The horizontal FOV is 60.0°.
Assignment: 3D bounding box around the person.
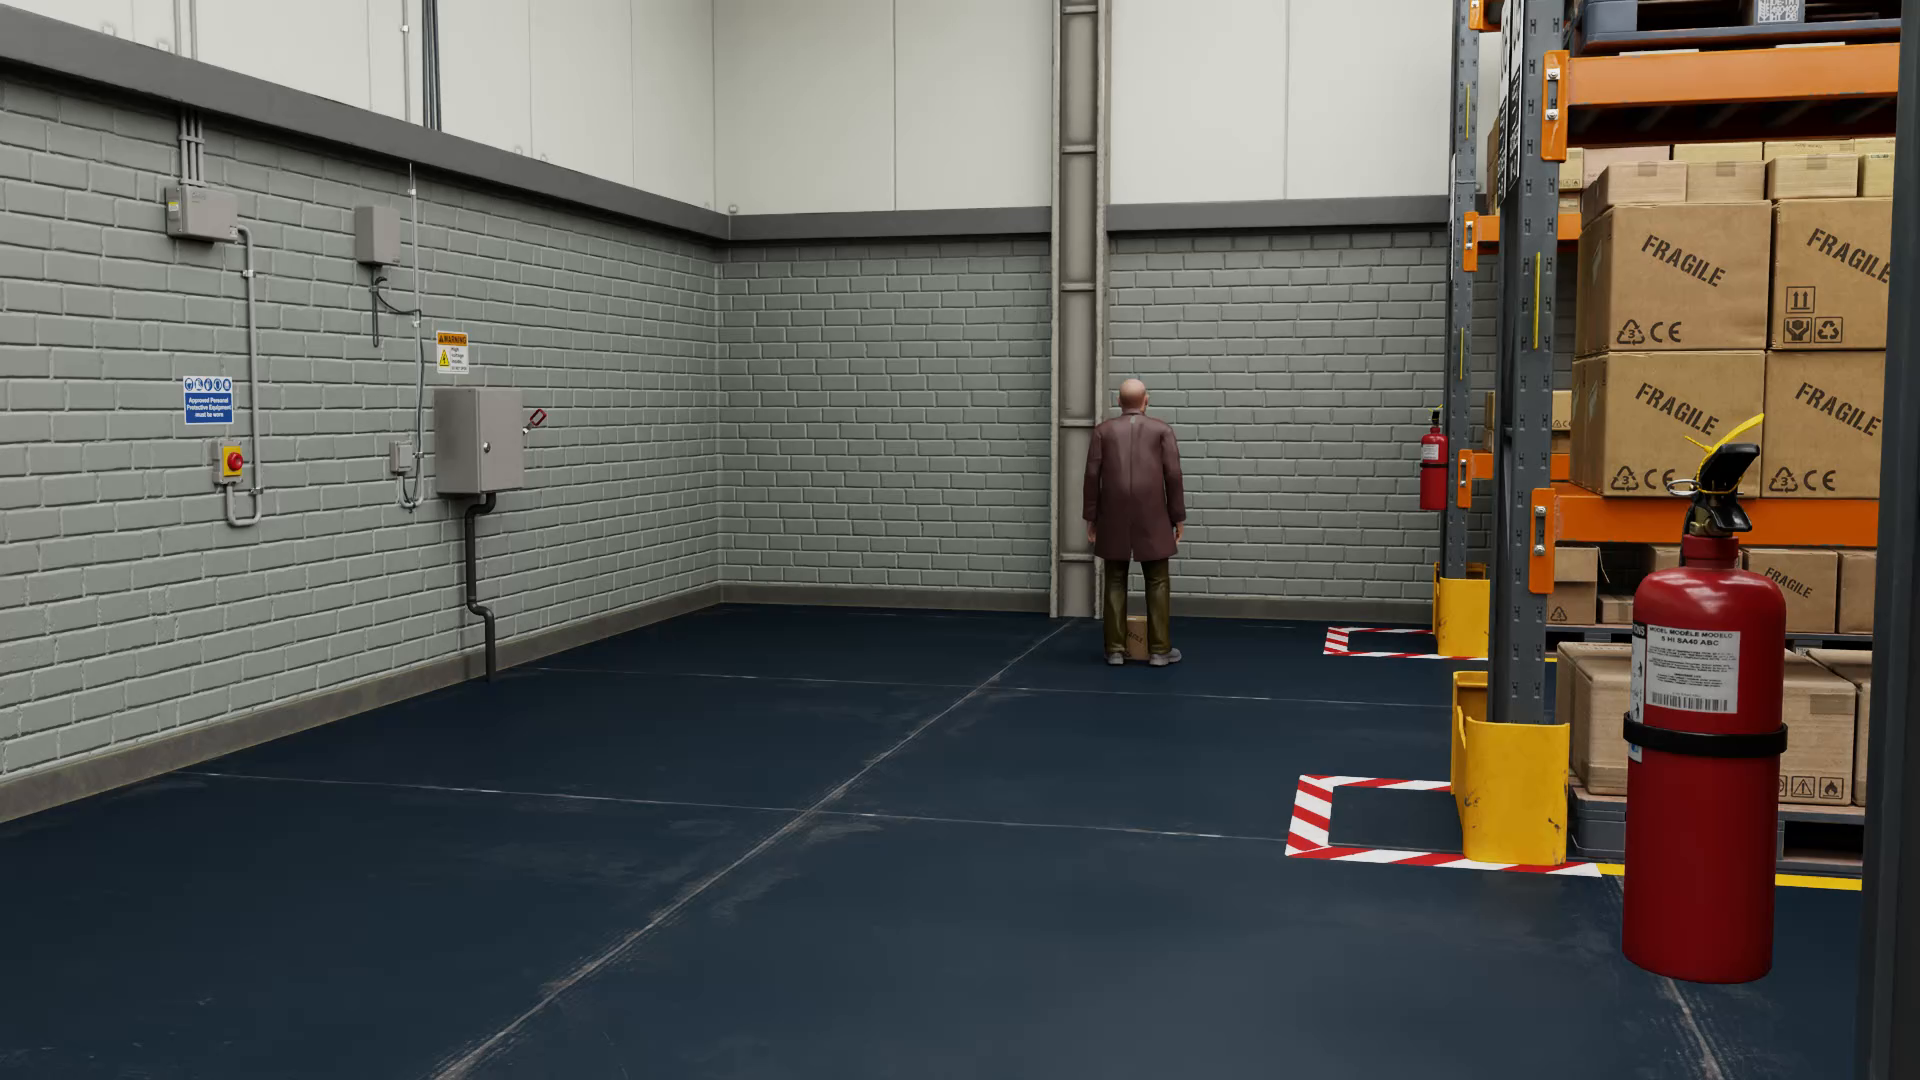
[{"bbox_3d":[1.084,-0.115,10.354,0.649,1.774,0.418,1,5,13],"label":"person"}]
